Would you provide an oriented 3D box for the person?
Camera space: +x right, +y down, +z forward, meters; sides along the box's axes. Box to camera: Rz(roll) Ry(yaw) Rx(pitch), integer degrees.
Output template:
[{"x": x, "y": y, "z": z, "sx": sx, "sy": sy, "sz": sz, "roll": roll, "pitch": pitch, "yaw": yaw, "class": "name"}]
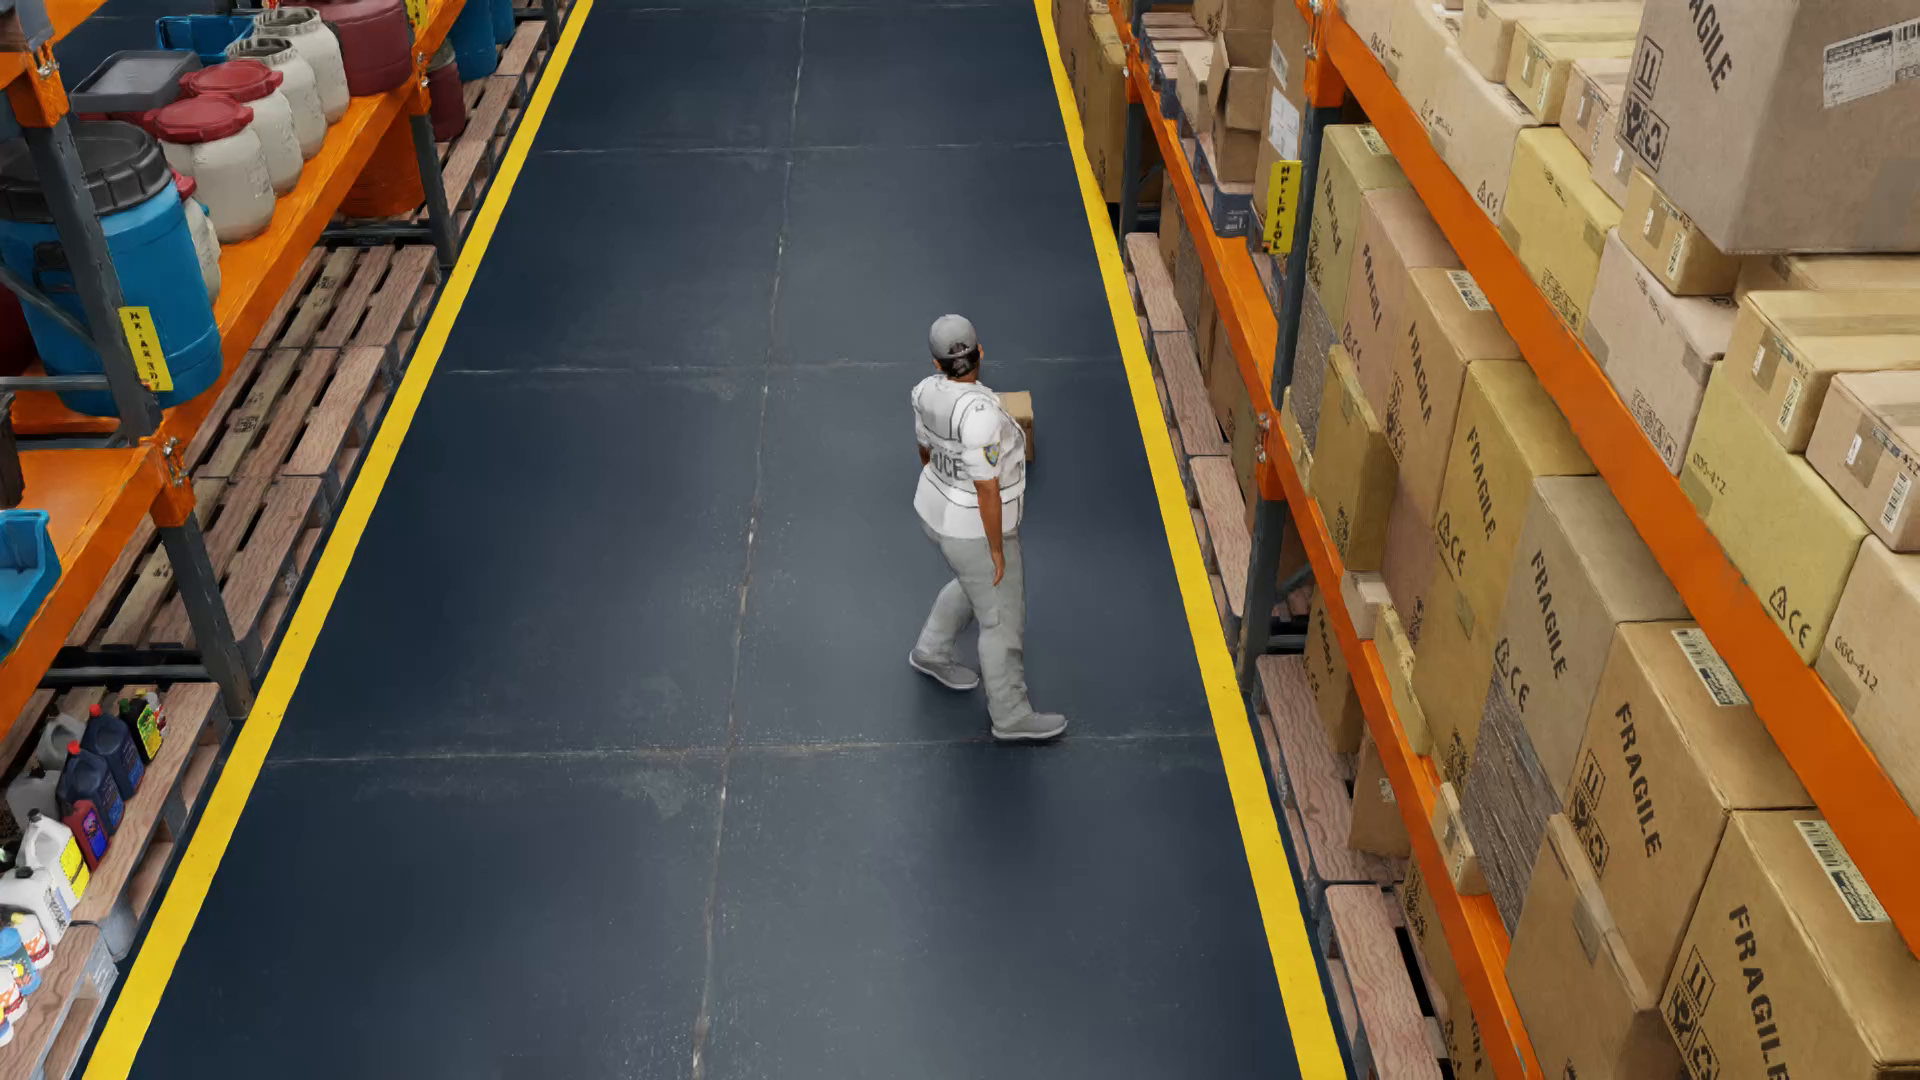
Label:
[{"x": 0.096, "y": -0.029, "z": 6.208, "sx": 0.437, "sy": 1.639, "sz": 0.695, "roll": -15, "pitch": 38, "yaw": -20, "class": "person"}]
